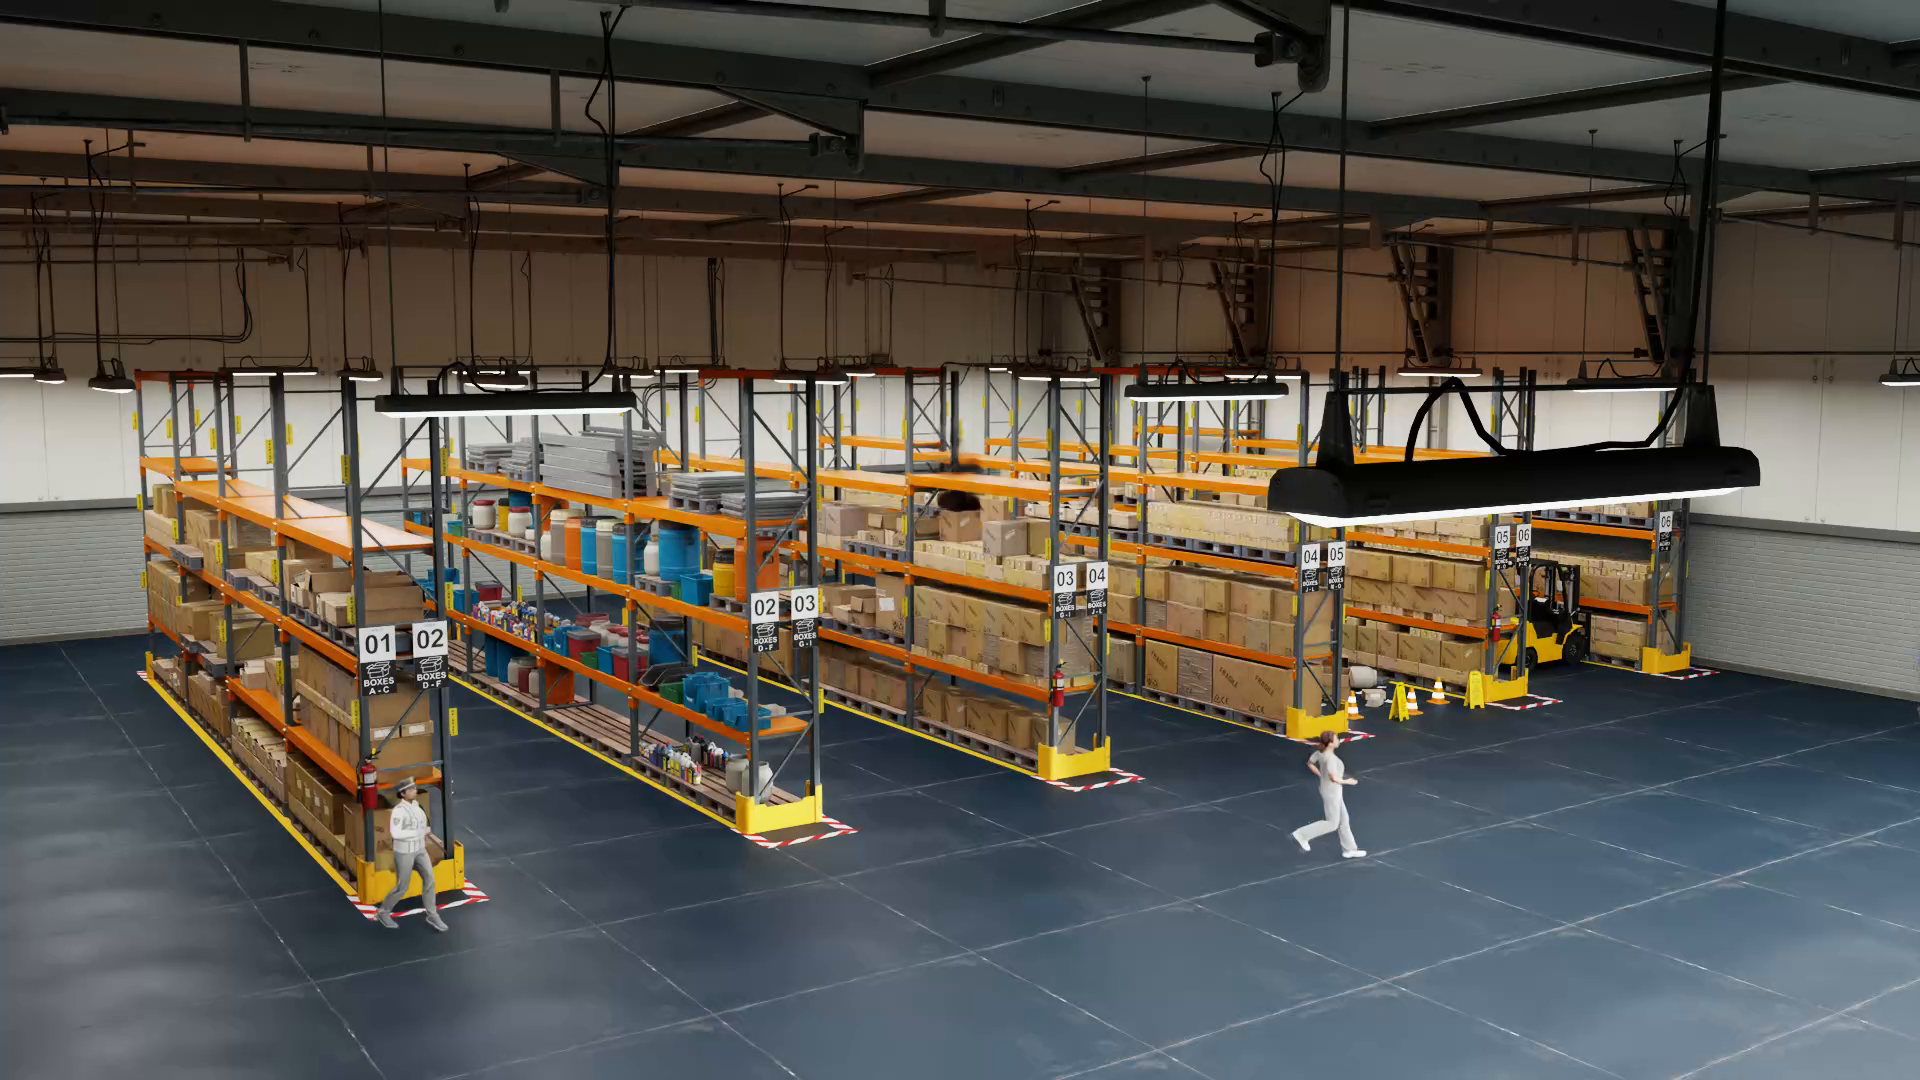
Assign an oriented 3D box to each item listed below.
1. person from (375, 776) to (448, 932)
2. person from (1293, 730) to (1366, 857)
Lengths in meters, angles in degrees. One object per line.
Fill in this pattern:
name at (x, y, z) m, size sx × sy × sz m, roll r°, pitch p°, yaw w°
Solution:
person at (-6.007, 3.435, 18.162) m, size 0.740 × 1.746 × 0.612 m, roll 2°, pitch 7°, yaw 13°
person at (4.620, 3.171, 20.759) m, size 0.970 × 1.633 × 0.584 m, roll -1°, pitch 6°, yaw -5°
